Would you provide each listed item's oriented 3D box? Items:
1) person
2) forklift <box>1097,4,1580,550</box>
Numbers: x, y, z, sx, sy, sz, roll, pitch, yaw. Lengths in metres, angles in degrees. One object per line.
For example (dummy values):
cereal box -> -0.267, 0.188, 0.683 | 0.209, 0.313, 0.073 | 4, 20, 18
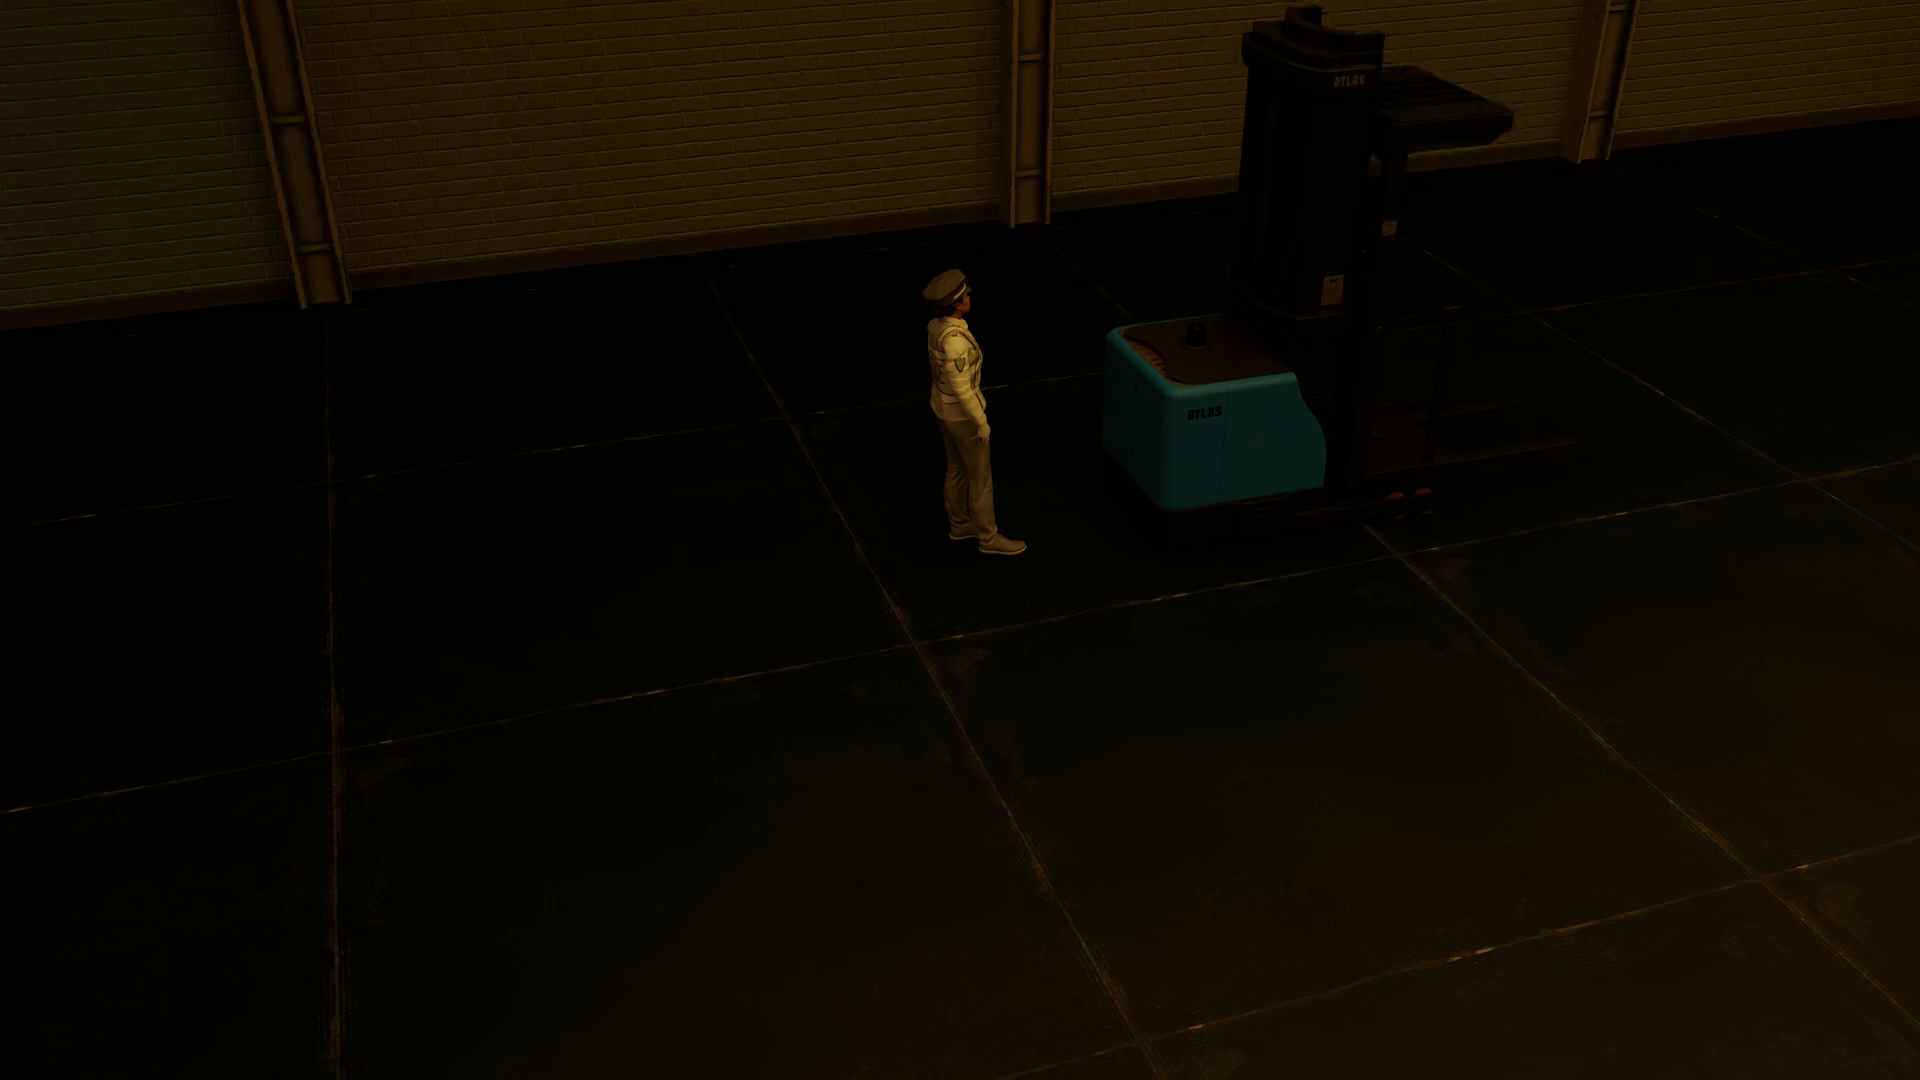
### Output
person -> 0.067, -0.748, 9.613 | 0.532, 1.694, 0.586 | -10, 31, -16
forklift -> 2.448, -1.636, 9.930 | 3.031, 2.935, 1.130 | -9, 31, -16
